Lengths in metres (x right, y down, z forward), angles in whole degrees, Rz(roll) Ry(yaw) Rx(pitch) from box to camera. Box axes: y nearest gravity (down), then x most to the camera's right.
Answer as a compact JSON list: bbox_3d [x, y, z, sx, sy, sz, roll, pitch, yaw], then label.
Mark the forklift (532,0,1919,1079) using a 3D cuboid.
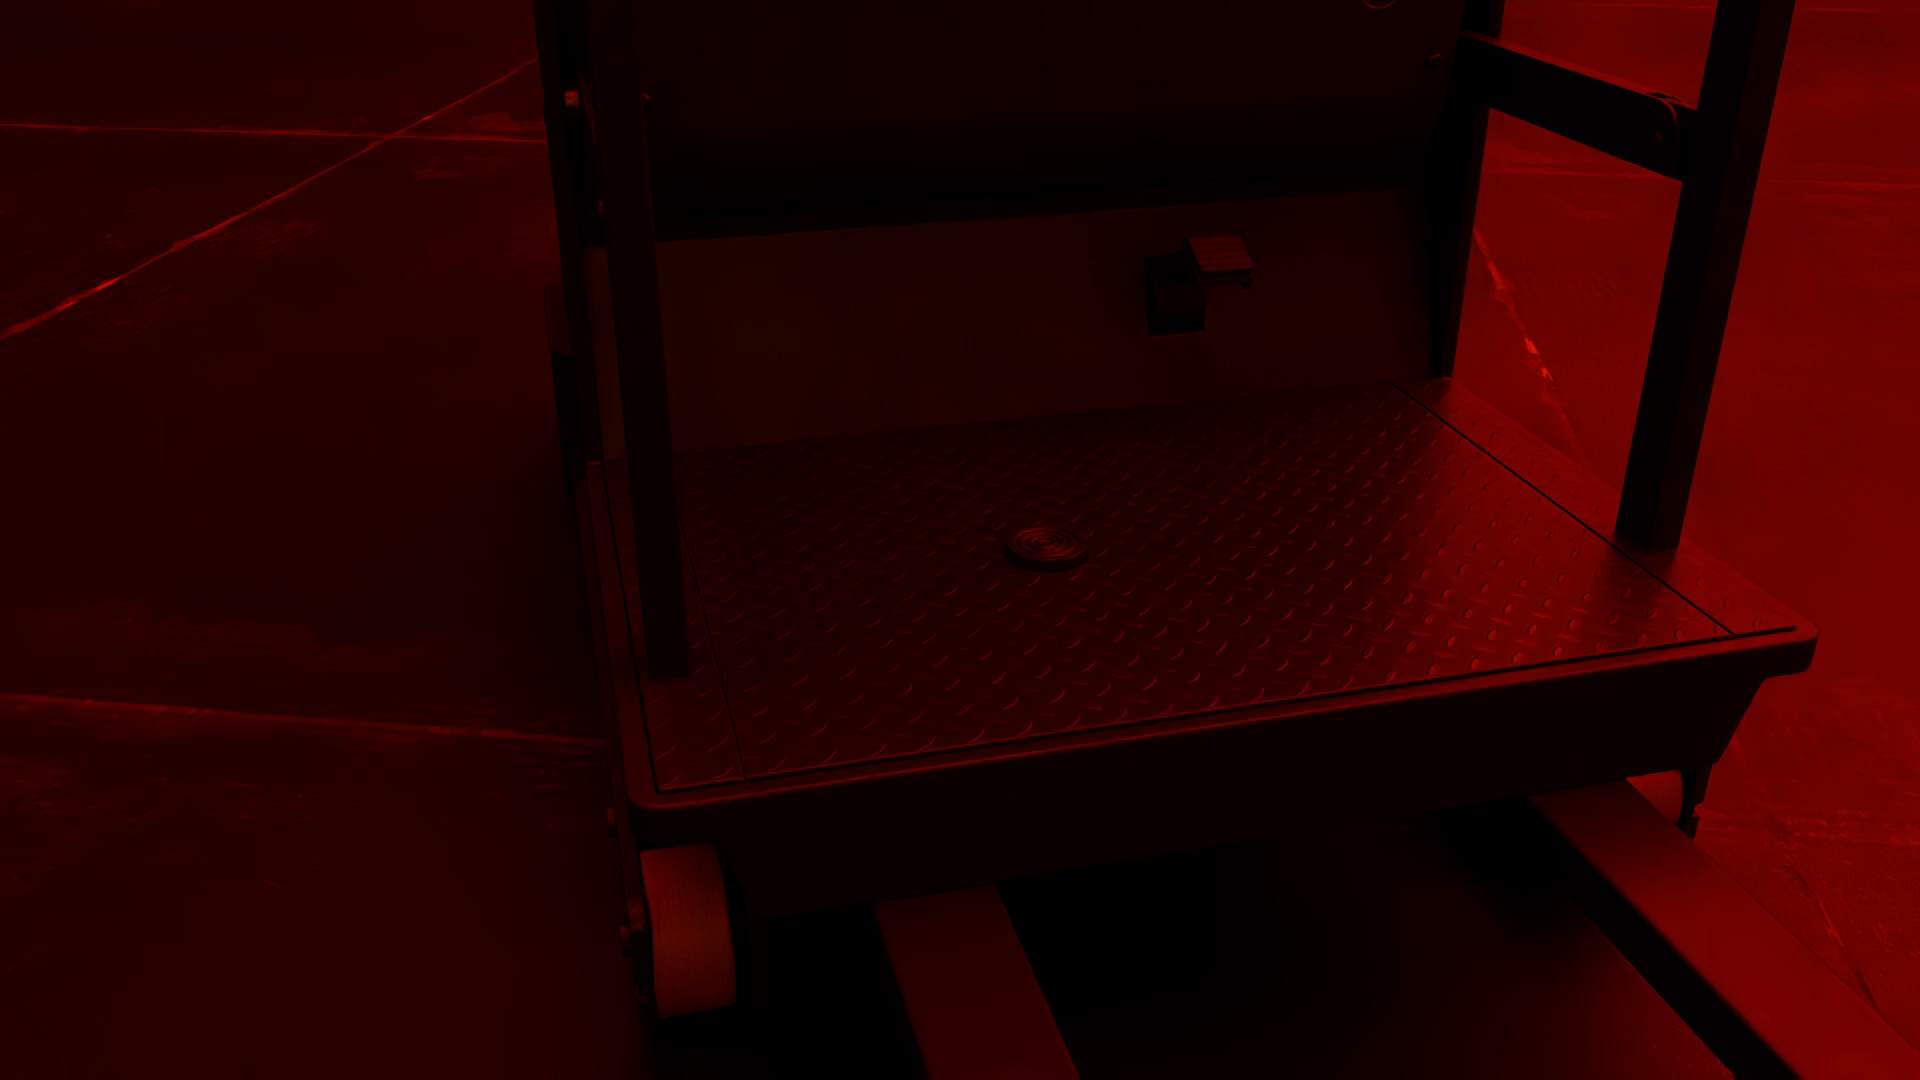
[{"bbox_3d":[0.153,-1.049,1.319,1.130,2.935,3.031,-7,27,-13],"label":"forklift"}]
